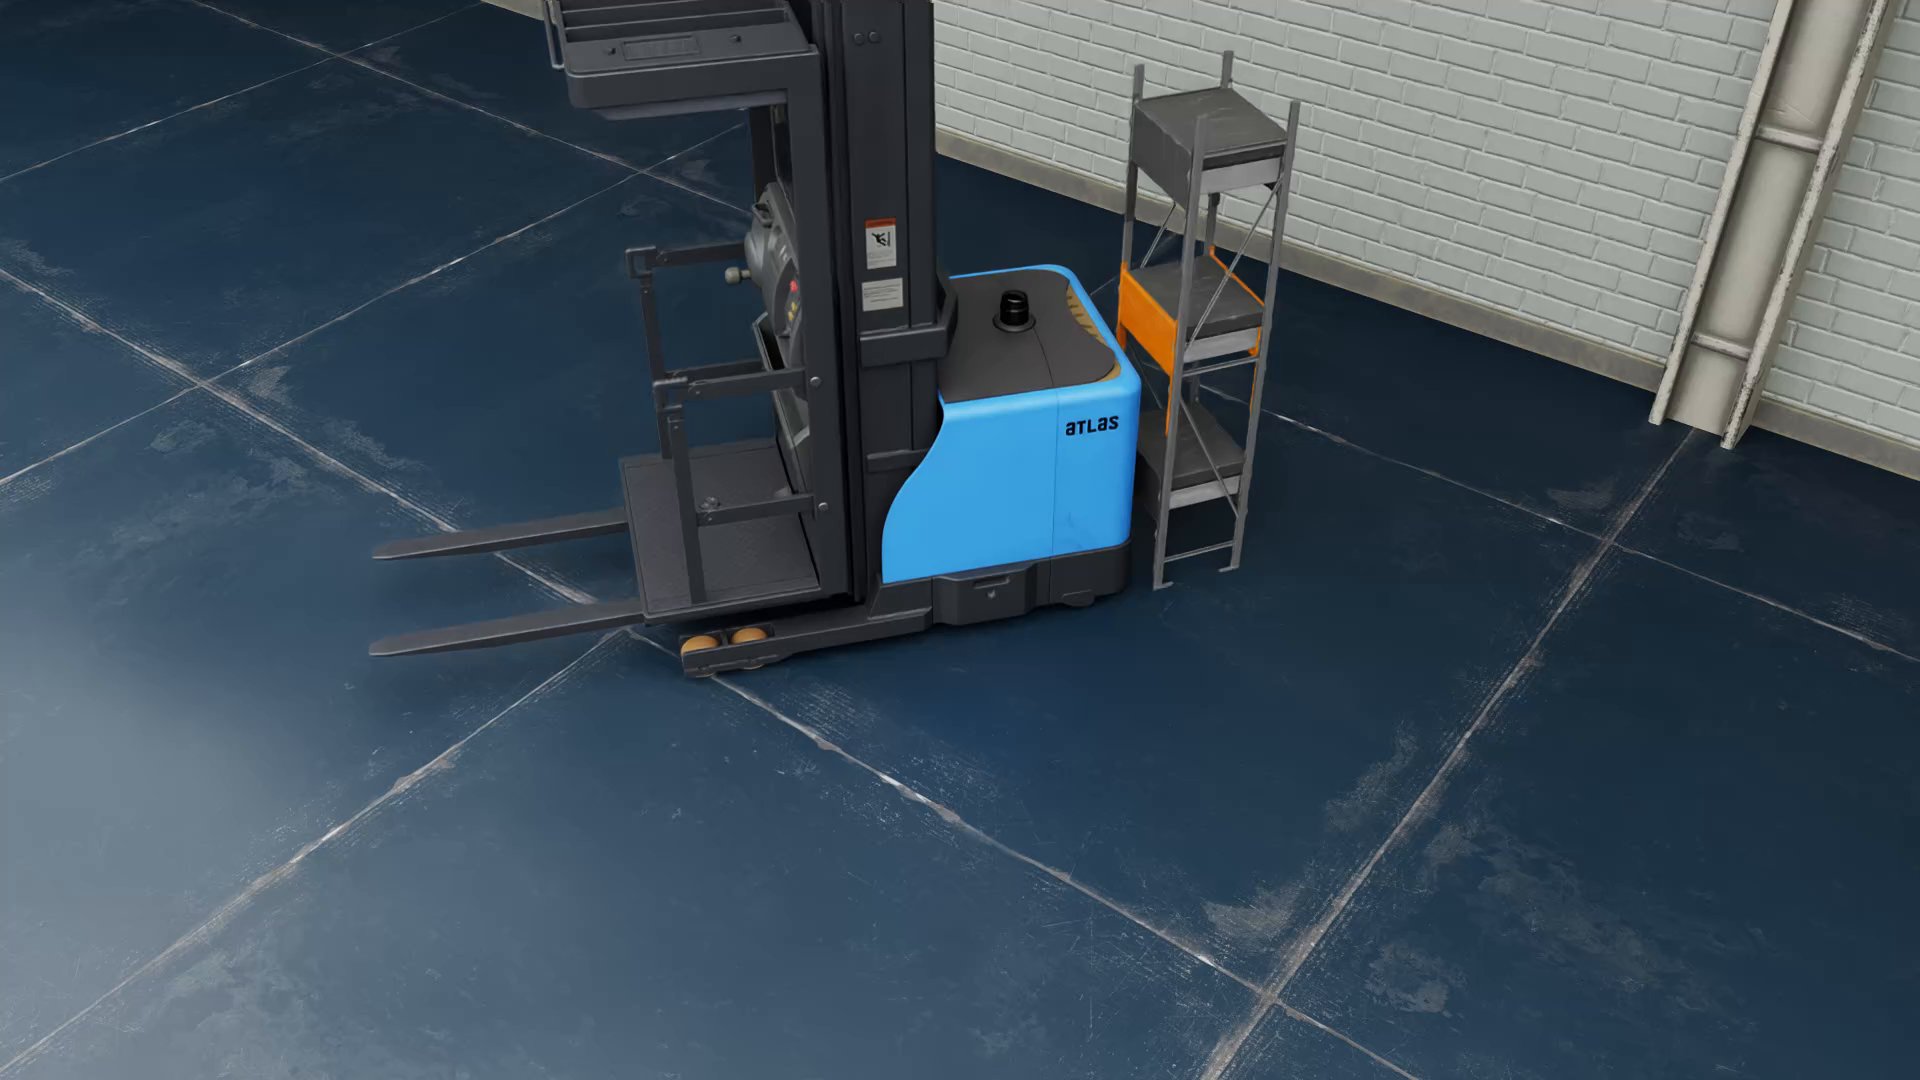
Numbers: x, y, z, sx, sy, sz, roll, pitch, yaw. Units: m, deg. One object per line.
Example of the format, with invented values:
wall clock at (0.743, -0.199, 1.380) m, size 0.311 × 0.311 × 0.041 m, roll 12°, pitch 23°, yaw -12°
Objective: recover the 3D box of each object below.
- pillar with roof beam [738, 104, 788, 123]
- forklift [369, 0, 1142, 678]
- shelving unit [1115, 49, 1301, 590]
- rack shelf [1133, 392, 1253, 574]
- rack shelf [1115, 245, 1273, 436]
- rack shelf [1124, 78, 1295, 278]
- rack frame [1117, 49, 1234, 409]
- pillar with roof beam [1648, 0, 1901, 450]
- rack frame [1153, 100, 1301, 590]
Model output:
pillar with roof beam at (-3.831, -4.252, 5.382) m, size 0.400 × 9.000 × 9.100 m, roll 25°, pitch 45°, yaw 29°
forklift at (-0.867, -0.973, 6.115) m, size 3.031 × 2.935 × 1.130 m, roll -9°, pitch 39°, yaw -11°
shelving unit at (0.912, -0.805, 6.574) m, size 0.431 × 2.100 × 0.503 m, roll -13°, pitch 40°, yaw -16°
rack shelf at (0.912, -0.243, 7.014) m, size 0.431 × 0.518 × 0.480 m, roll -13°, pitch 40°, yaw -16°
rack shelf at (0.912, -0.794, 6.583) m, size 0.431 × 0.518 × 0.480 m, roll -13°, pitch 40°, yaw -16°
rack shelf at (0.912, -1.345, 6.151) m, size 0.431 × 0.518 × 0.480 m, roll -13°, pitch 40°, yaw -16°
rack frame at (0.825, -0.945, 6.753) m, size 0.400 × 2.100 × 0.015 m, roll -13°, pitch 40°, yaw -16°
pillar with roof beam at (0.935, -2.005, 2.512) m, size 0.400 × 9.000 × 9.100 m, roll 25°, pitch 45°, yaw 29°
rack frame at (1.000, -0.664, 6.395) m, size 0.400 × 2.100 × 0.015 m, roll -13°, pitch 40°, yaw -16°
